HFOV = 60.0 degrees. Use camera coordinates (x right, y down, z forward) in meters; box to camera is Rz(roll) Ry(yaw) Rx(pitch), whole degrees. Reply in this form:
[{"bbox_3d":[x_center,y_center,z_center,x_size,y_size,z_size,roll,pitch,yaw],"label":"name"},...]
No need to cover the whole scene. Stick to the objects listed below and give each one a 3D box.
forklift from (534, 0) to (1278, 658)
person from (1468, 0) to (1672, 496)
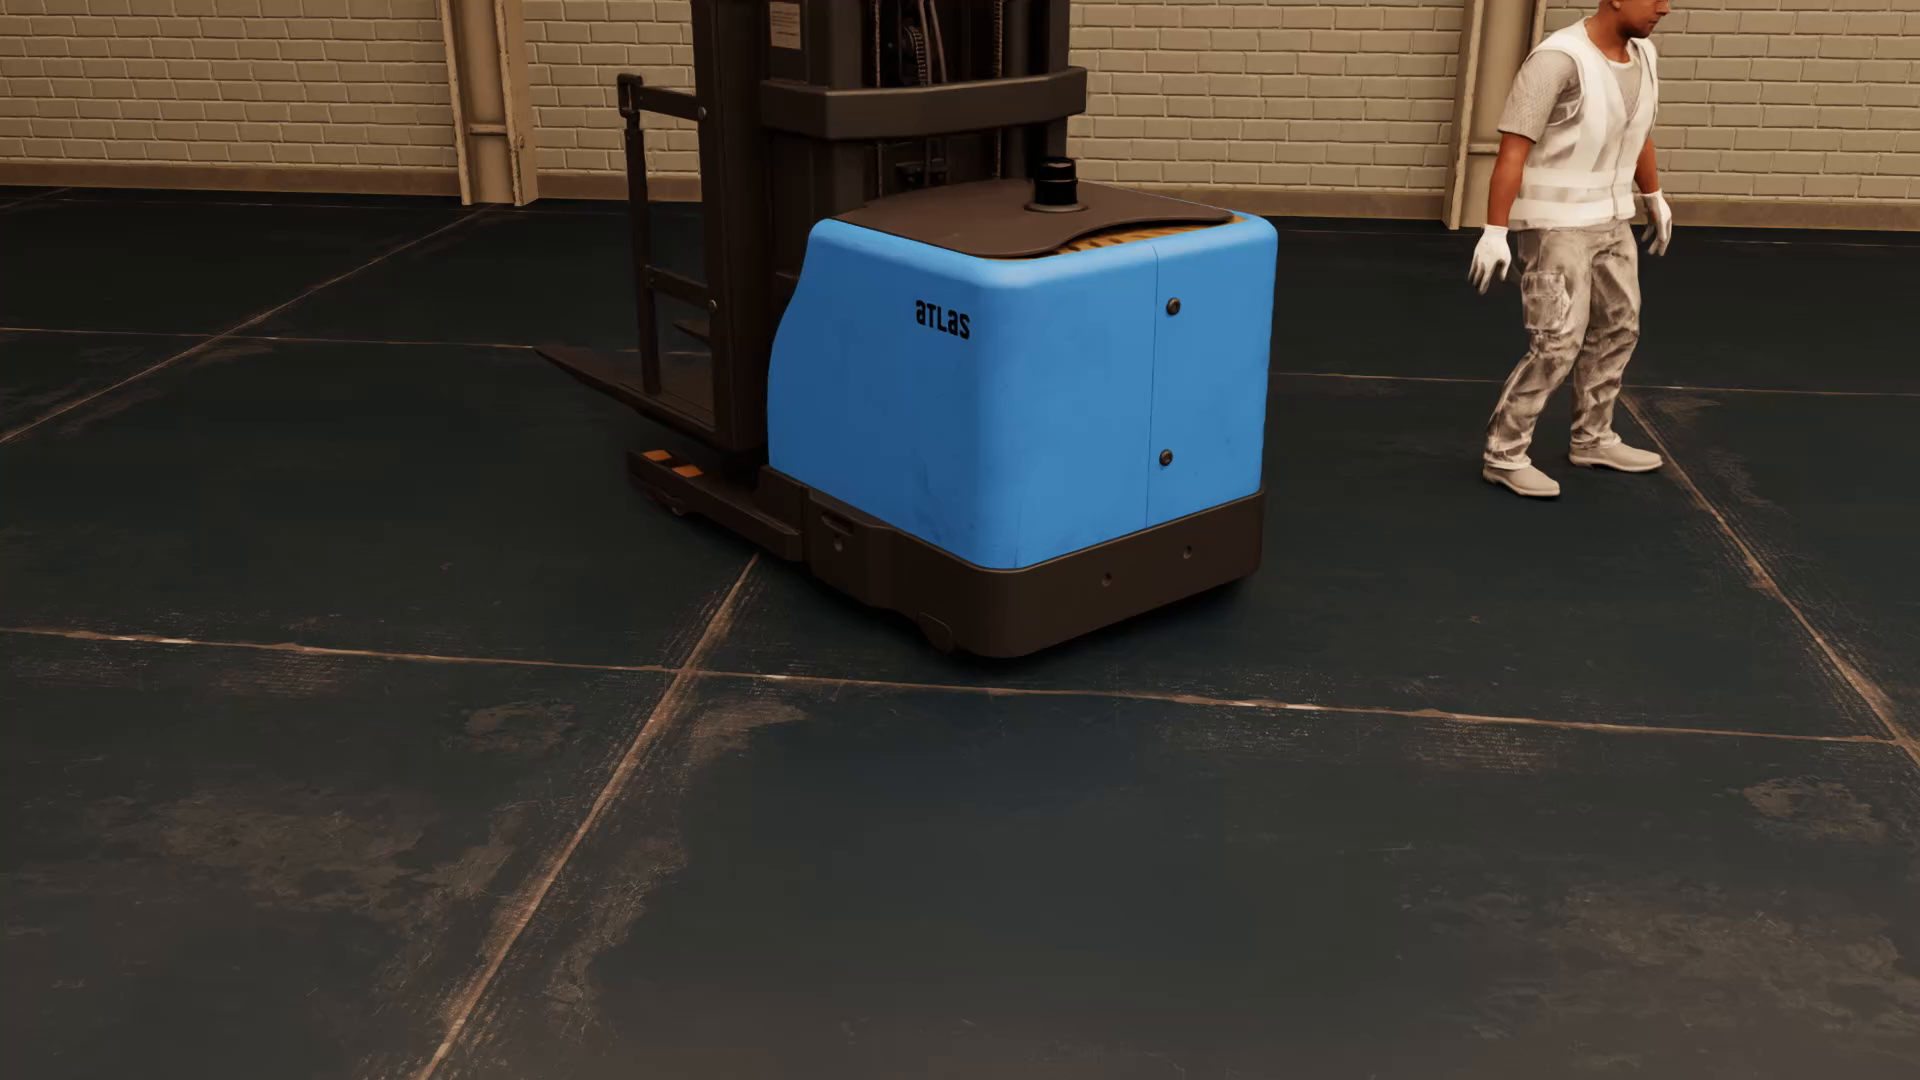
[{"bbox_3d":[-0.445,-1.538,5.074,1.130,2.935,3.031,-17,27,-35],"label":"forklift"},{"bbox_3d":[2.009,-1.008,5.337,0.840,1.752,0.424,-16,27,-34],"label":"person"}]
